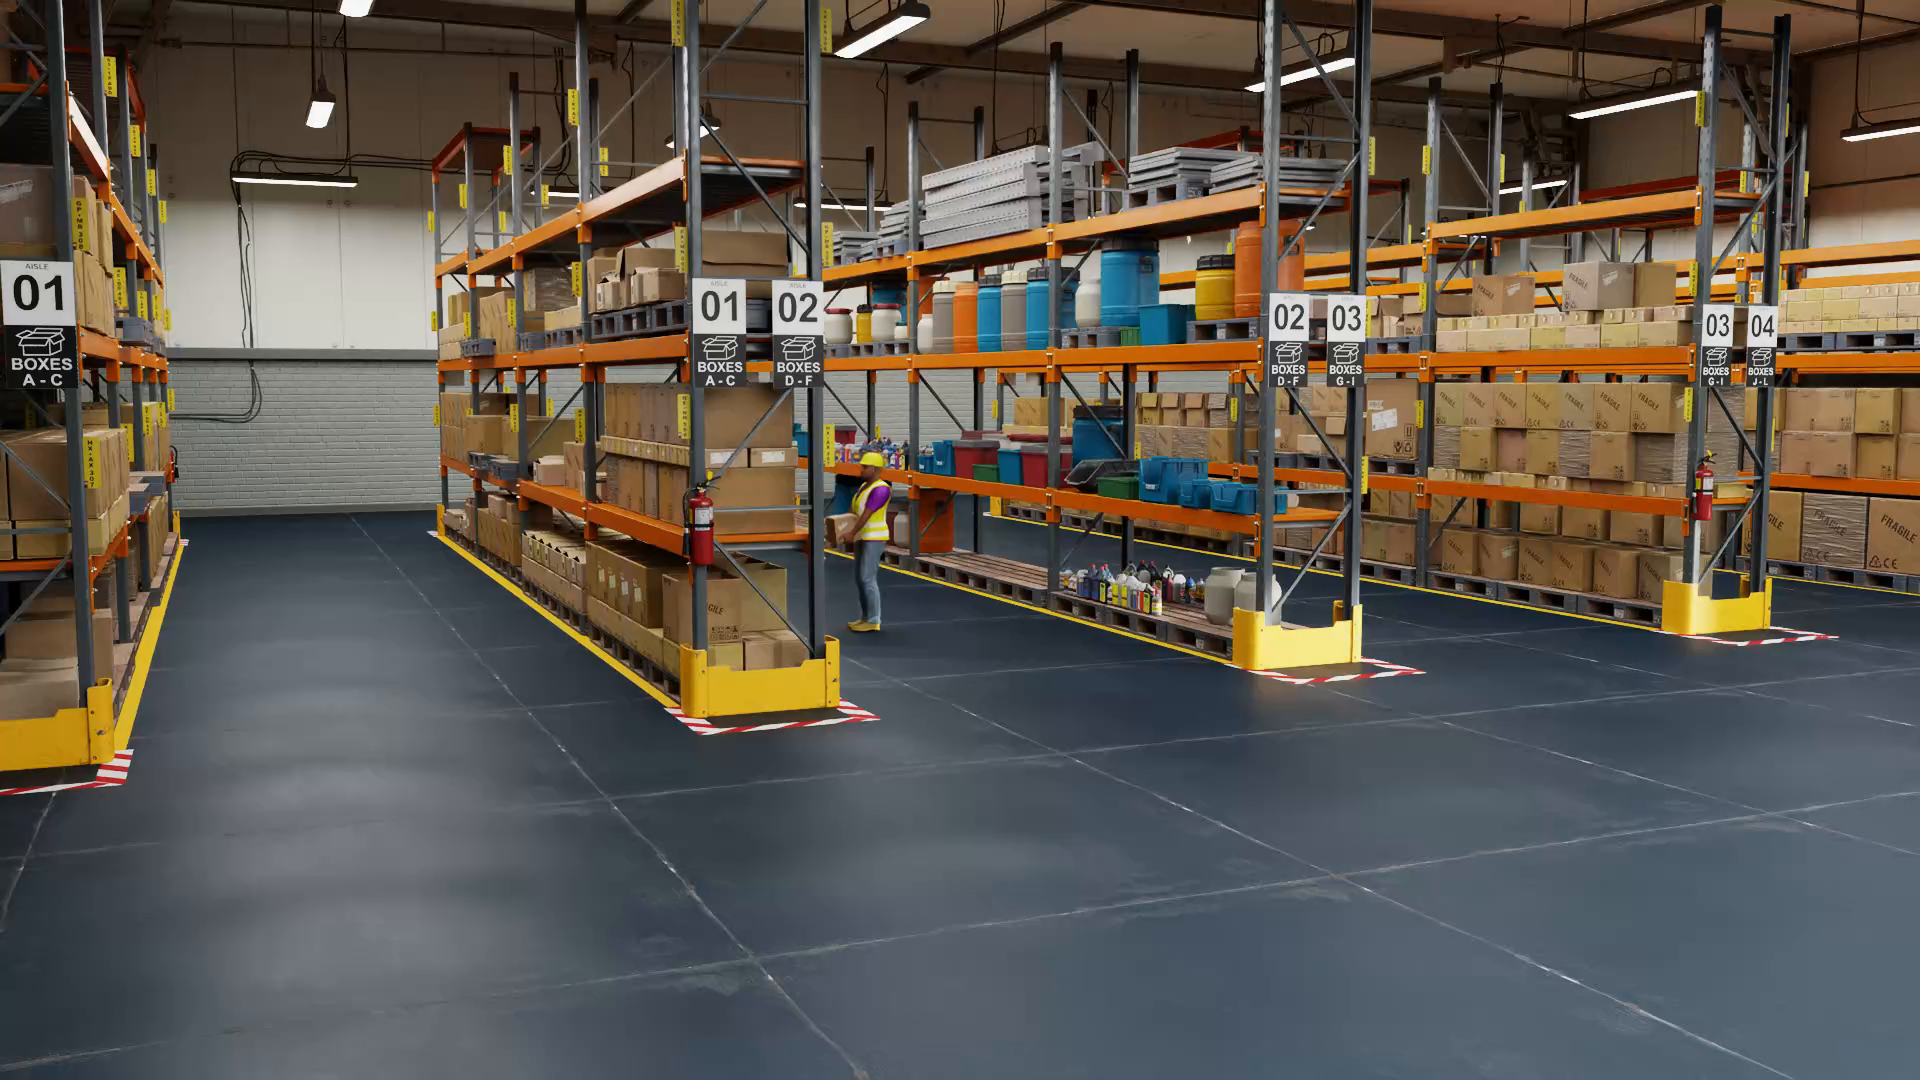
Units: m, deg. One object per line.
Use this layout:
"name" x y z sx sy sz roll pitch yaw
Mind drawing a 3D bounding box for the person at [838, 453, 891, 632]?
"person" -0.985 0.018 16.457 0.559 1.763 0.505 -2 6 -24
